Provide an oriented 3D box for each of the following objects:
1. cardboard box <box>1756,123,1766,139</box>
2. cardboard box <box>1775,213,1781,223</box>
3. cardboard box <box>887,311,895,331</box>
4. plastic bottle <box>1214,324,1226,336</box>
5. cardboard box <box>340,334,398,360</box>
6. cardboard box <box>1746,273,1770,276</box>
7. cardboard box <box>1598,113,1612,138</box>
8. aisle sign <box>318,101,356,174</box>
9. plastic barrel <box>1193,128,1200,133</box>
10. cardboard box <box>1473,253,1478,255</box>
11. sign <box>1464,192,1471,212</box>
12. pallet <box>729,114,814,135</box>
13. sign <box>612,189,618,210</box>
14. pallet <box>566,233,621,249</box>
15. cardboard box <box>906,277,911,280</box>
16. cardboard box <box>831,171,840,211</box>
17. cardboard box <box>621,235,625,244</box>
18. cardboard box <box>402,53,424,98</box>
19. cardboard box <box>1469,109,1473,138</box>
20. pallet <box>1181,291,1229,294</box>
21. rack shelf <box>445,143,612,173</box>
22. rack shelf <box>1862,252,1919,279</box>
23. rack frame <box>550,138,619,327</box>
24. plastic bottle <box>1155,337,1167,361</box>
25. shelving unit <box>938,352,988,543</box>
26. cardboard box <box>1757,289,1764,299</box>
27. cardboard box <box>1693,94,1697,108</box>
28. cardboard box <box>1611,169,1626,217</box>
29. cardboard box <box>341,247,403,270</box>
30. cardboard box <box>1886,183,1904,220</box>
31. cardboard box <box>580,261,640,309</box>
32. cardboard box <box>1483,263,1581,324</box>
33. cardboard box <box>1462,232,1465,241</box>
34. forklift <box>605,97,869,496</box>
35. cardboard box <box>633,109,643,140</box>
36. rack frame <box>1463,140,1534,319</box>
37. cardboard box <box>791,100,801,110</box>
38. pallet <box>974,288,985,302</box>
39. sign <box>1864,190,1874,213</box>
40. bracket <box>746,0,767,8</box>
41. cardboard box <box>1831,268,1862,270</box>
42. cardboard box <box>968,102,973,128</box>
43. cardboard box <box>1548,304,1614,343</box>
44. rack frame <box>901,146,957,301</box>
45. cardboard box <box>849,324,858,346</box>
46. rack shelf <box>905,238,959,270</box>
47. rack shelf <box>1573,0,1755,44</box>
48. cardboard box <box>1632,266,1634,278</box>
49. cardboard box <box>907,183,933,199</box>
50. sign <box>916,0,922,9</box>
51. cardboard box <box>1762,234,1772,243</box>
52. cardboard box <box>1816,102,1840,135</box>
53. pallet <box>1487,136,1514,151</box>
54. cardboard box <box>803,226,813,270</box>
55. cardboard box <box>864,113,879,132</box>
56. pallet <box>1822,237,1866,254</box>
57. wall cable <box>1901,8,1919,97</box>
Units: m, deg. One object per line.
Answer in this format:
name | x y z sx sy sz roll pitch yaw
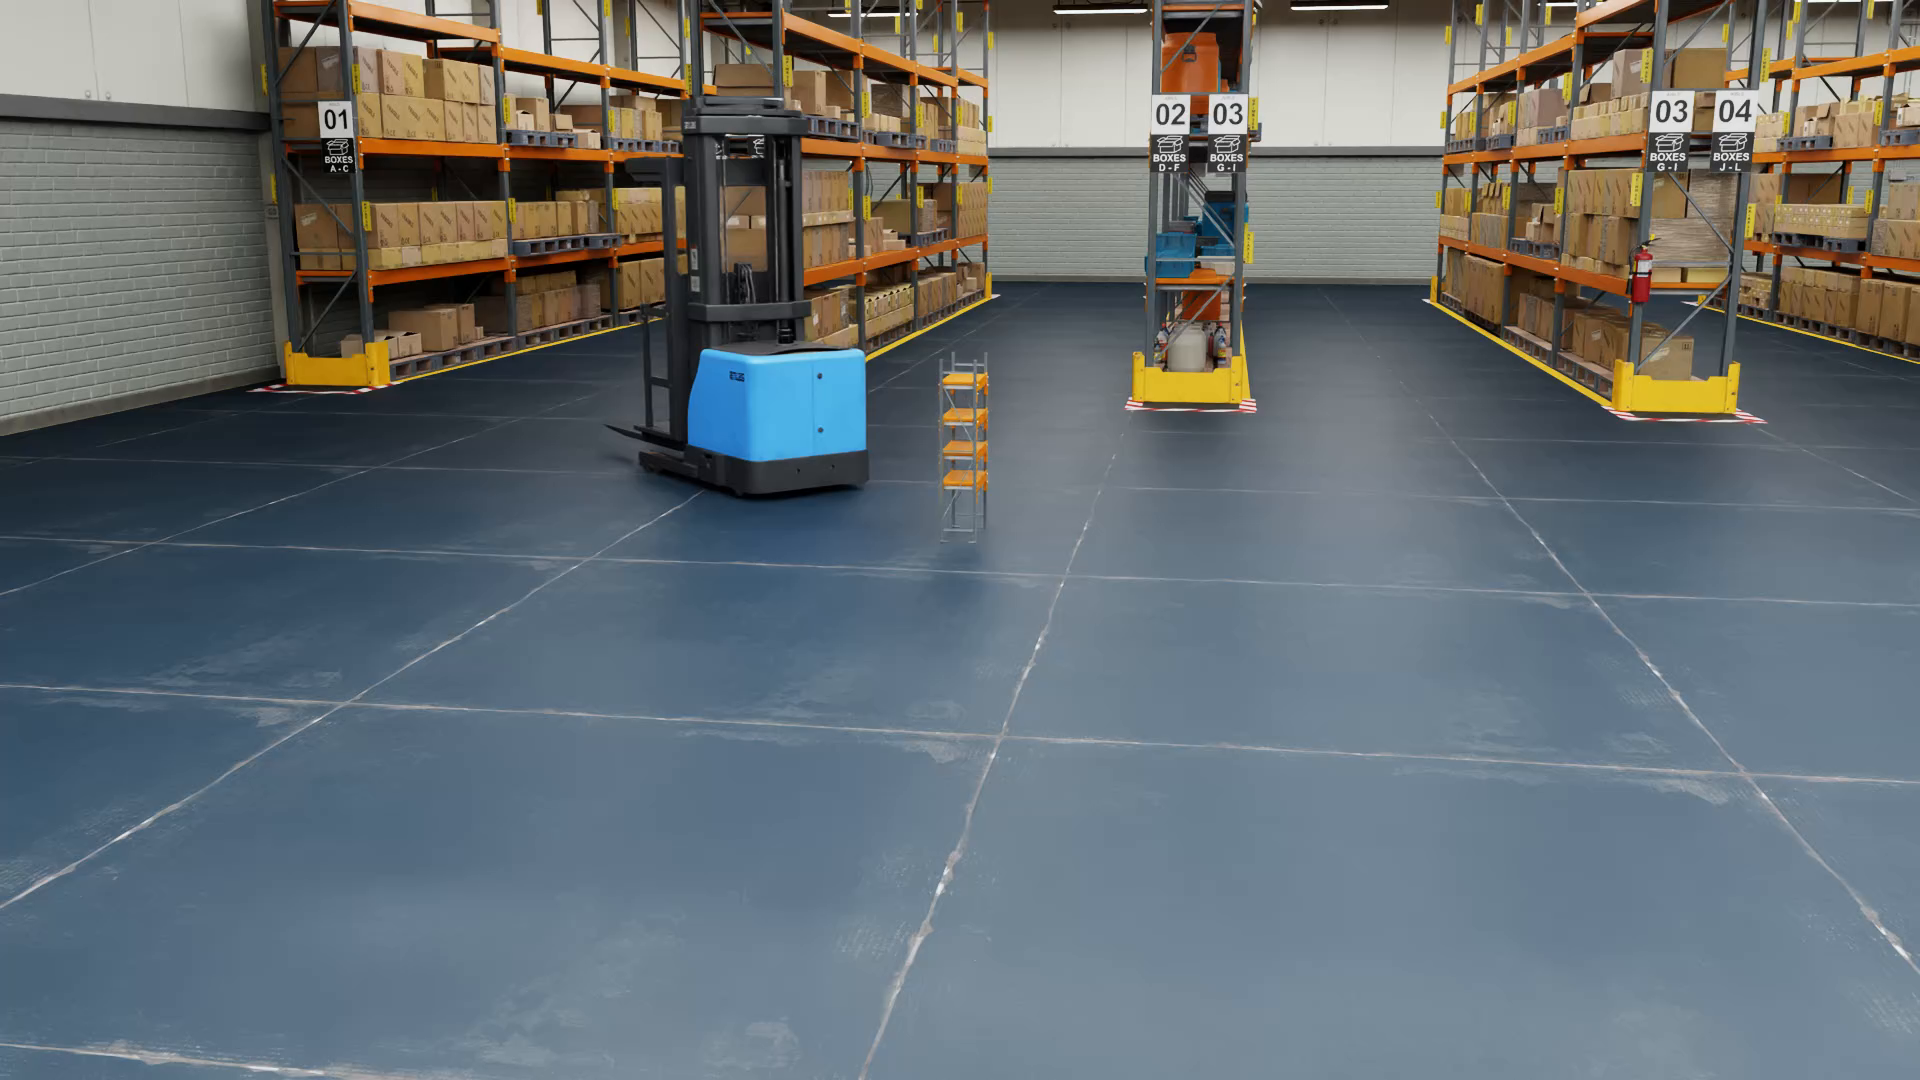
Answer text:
cardboard box | 14.105 -7.076 28.756 0.500 0.250 0.500 2 12 11
cardboard box | 13.603 -5.278 27.259 0.380 0.149 0.250 2 12 10
cardboard box | -1.243 -3.213 24.312 0.500 0.250 0.500 2 12 10
plastic bottle | 3.264 -2.531 20.862 0.144 0.351 0.185 1 12 6
cardboard box | -7.101 -2.325 19.998 0.500 0.311 0.500 0 12 2
cardboard box | 14.807 -4.884 30.893 0.380 0.149 0.250 2 12 10
cardboard box | 7.444 -4.618 18.538 0.500 0.250 0.500 2 12 8
aisle sign | -7.011 -4.529 18.717 0.394 0.787 0.004 2 12 9
plastic barrel | 2.972 -5.619 21.635 0.600 0.901 0.708 2 12 9
cardboard box | 9.413 -4.601 29.268 0.875 0.875 0.875 2 12 9
sign | 8.684 -5.779 28.445 0.100 0.325 0.005 2 12 9
pallet | -2.266 -4.693 18.737 1.003 0.211 1.213 2 12 9
sign | -5.528 -5.460 26.647 0.100 0.325 0.005 2 12 9
pallet | -6.070 -4.703 26.149 1.213 0.211 1.003 2 12 9
cardboard box | -1.104 -4.201 28.255 0.500 0.500 0.500 1 12 7
cardboard box | -1.924 -4.441 21.163 0.700 0.500 0.500 2 12 9
cardboard box | -5.739 -4.948 27.383 0.380 0.149 0.250 2 12 9
cardboard box | -6.802 -5.579 19.981 0.500 0.500 0.500 2 12 10
cardboard box | 9.381 -7.345 29.365 0.700 0.500 0.500 3 12 12
pallet | 4.789 -4.759 32.574 1.003 0.211 1.213 2 12 9
rack shelf | -6.373 -5.646 24.661 1.077 0.370 4.000 2 12 9
rack shelf | 13.195 -3.517 21.900 1.077 0.370 4.000 2 12 9
rack frame | -6.066 -4.948 26.833 1.000 3.000 0.127 2 12 9
plastic bottle | 2.408 -2.293 19.936 0.152 0.276 0.135 2 12 9
shelving unit | 0.025 -0.621 11.027 0.258 1.200 0.503 2 12 9
cardboard box | 13.882 -4.207 28.460 0.380 0.149 0.250 1 12 6
cardboard box | 7.710 -4.546 17.259 0.380 0.149 0.250 2 12 8
cardboard box | 7.299 -3.711 17.777 0.500 0.500 0.500 2 12 9
cardboard box | -6.907 -3.310 19.543 0.500 0.250 0.500 2 12 7
cardboard box | 13.424 -4.729 23.208 0.700 0.500 0.500 2 12 8
cardboard box | -5.823 -4.251 27.706 0.750 0.750 0.750 2 12 8
cardboard box | 8.744 -3.776 25.442 1.225 0.875 0.875 1 12 6
cardboard box | 8.995 -5.304 29.082 0.380 0.149 0.250 2 12 10
forklift | -1.972 -2.016 13.389 1.130 2.935 3.031 -9 15 -35
cardboard box | -5.857 -7.111 28.469 0.700 0.500 0.500 2 12 9
rack frame | 9.233 -5.299 28.463 1.000 3.000 0.127 2 12 9
cardboard box | -2.046 -4.979 19.126 0.380 0.149 0.250 2 12 9
pallet | -0.073 -4.909 33.270 1.003 0.211 1.213 2 12 9
sign | 12.965 -4.828 23.715 0.100 0.325 0.005 2 12 9
bracket | -4.587 -12.341 38.354 0.076 0.066 3.189 2 12 9
cardboard box | 14.161 -4.198 26.508 0.500 0.250 0.500 2 12 11
cardboard box | -0.135 -8.141 31.920 0.700 0.500 0.500 2 12 9
cardboard box | 8.210 -2.853 22.000 0.700 0.500 0.500 2 12 8
rack frame | -0.555 -5.621 29.956 1.000 3.000 0.127 2 12 9
cardboard box | -1.641 -2.713 21.993 0.500 0.250 0.500 2 12 9
rack shelf | -0.863 -4.853 28.100 1.077 0.370 4.000 2 12 9
rack shelf | 7.695 -5.797 18.248 1.077 0.370 4.000 2 12 9
cardboard box | 7.266 -2.797 17.446 0.380 0.149 0.250 2 12 9
cardboard box | -0.733 -6.272 30.367 0.500 0.500 0.500 2 12 9
sign | -0.621 -8.238 25.265 0.100 0.325 0.005 2 12 9
cardboard box | 13.863 -5.119 28.222 0.380 0.149 0.250 2 12 7
cardboard box | 13.751 -6.522 25.776 0.797 0.503 0.637 2 12 8
pallet | 8.833 -6.209 26.014 1.003 0.211 1.213 2 12 11
cardboard box | -2.158 -3.481 19.790 0.700 0.500 0.500 2 12 9
cardboard box | -1.431 -5.950 23.722 0.500 0.250 0.500 1 12 4
pallet | 13.507 -4.343 24.480 1.213 0.211 1.003 2 12 9
wall cable | 20.236 -9.937 35.741 0.463 3.000 0.029 2 12 9
